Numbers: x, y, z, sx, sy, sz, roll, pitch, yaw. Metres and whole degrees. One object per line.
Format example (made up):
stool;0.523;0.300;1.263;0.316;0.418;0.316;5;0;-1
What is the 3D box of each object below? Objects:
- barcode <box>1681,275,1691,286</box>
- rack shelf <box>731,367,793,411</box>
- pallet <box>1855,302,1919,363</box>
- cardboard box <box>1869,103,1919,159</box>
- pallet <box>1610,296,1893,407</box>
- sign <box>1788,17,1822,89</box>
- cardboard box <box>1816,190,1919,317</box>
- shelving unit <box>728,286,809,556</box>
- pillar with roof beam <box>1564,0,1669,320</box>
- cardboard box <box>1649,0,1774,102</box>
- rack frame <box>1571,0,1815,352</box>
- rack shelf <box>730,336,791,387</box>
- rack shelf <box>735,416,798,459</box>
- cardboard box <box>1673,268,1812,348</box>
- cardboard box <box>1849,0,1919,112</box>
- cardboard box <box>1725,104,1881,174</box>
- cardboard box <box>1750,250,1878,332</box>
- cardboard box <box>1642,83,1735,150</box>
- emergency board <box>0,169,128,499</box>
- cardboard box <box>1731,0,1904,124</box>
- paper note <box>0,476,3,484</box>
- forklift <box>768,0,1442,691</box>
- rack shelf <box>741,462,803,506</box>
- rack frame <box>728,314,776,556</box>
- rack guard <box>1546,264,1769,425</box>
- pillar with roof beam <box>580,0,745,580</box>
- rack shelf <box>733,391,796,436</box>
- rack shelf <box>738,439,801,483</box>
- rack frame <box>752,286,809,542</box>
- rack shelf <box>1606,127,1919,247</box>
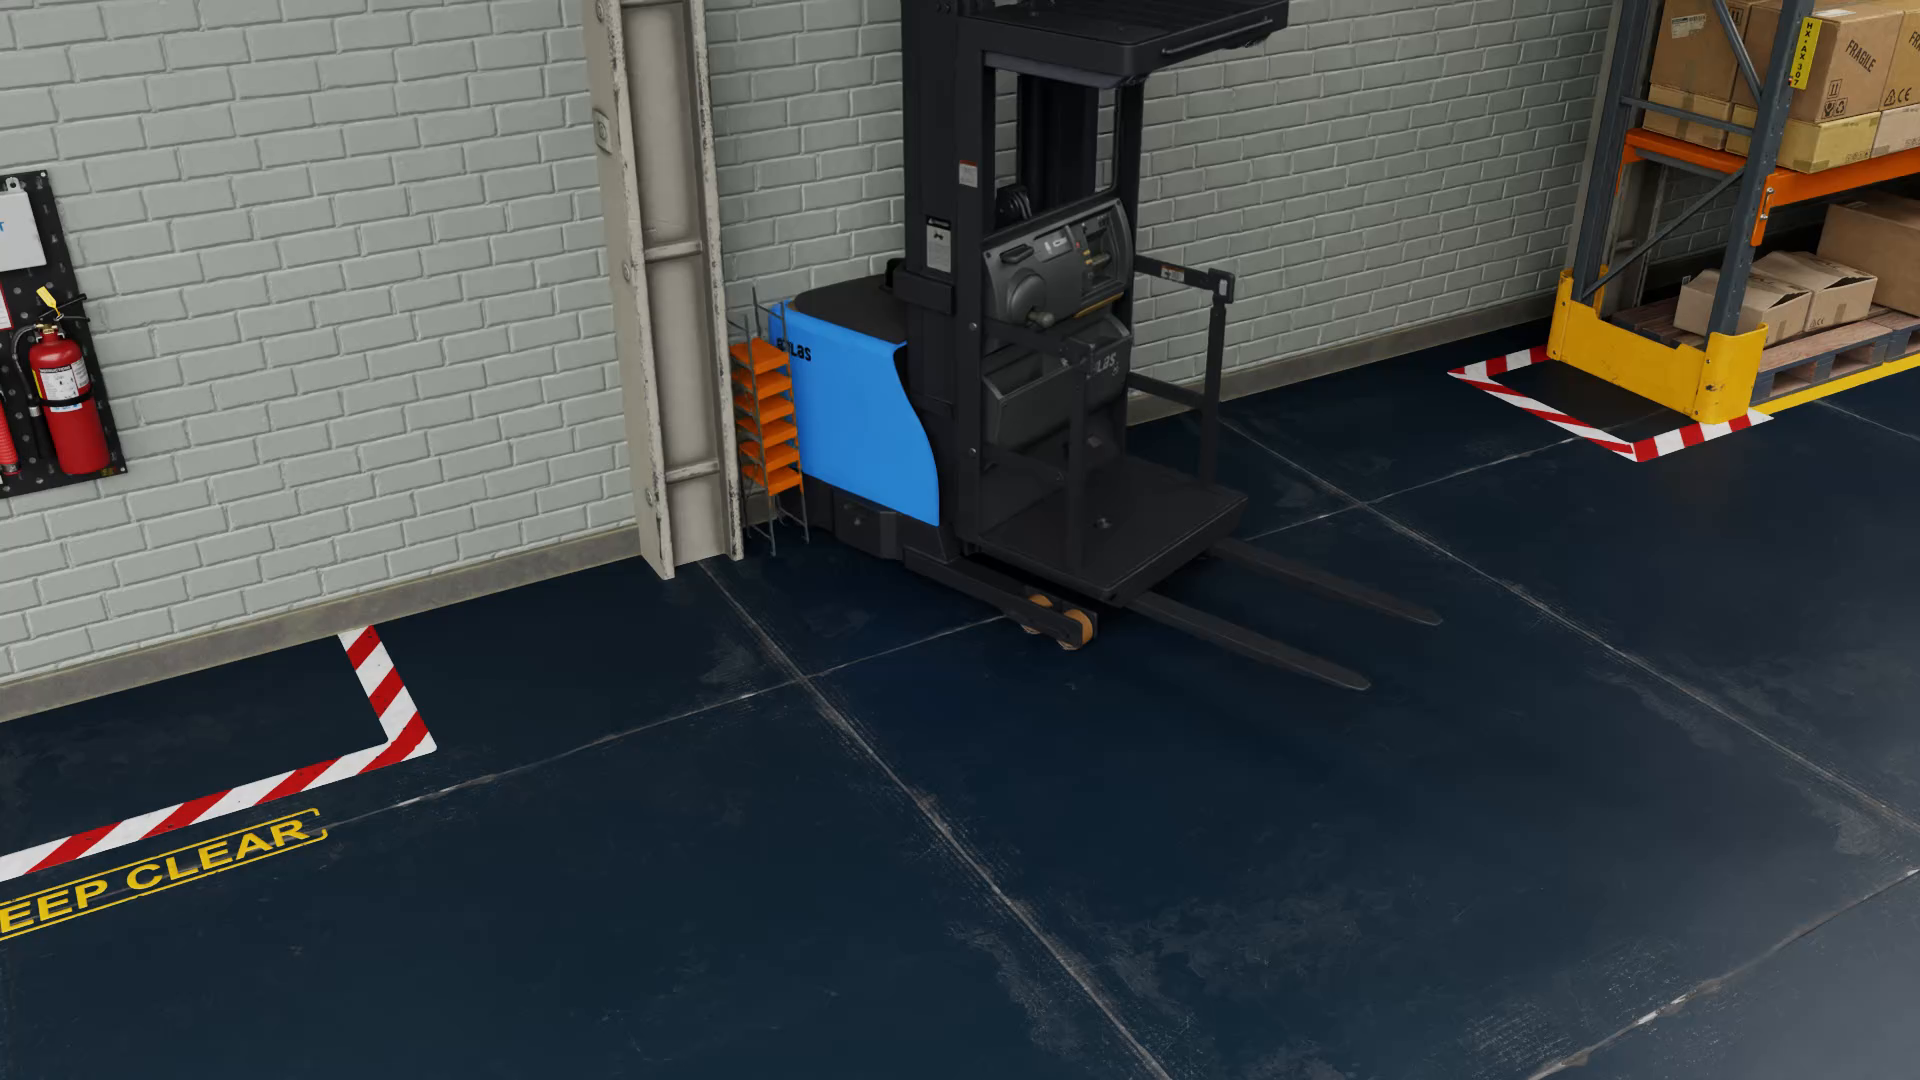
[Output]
barcode;4.232;-1.506;9.693;0.075;0.075;0.001;-16;33;-26
rack shelf;-0.883;-0.682;7.326;0.180;0.103;0.258;-25;38;-31
pallet;5.611;-1.463;10.182;1.213;0.211;1.003;-16;33;-26
cardboard box;4.799;-2.247;8.852;0.500;0.250;0.500;-17;33;-28
pallet;4.561;-1.166;9.644;1.213;0.211;1.003;-16;33;-26
sign;4.052;-2.337;7.984;0.005;0.325;0.100;-16;33;-26
cardboard box;5.568;-1.712;9.880;0.500;0.500;0.700;-18;34;-29
shelving unit;-0.875;-0.516;7.429;0.189;1.200;0.258;-25;38;-31
pillar with roof beam;6.123;-3.549;4.867;0.400;9.000;9.100;-16;33;-26
cardboard box;4.076;-2.659;8.823;0.500;0.500;0.500;-16;33;-27
rack frame;3.777;-2.184;8.603;0.127;3.000;1.000;-16;33;-26
rack shelf;-0.888;-0.784;7.263;0.180;0.103;0.258;-25;38;-31
rack shelf;-0.873;-0.478;7.452;0.180;0.103;0.258;-25;38;-31
cardboard box;4.419;-1.331;9.385;0.500;0.311;0.500;-20;35;-32
cardboard box;4.772;-2.564;8.650;0.500;0.500;0.500;-16;33;-26
cardboard box;4.358;-2.114;8.611;0.500;0.250;0.500;-17;33;-28
cardboard box;4.910;-1.471;9.638;0.500;0.311;0.500;-13;31;-22
cardboard box;4.082;-2.322;8.988;0.500;0.250;0.500;-15;32;-26
emergency board;-3.381;-0.658;5.838;0.643;1.169;0.194;-16;33;-26
cardboard box;4.341;-2.447;8.438;0.500;0.500;0.500;-16;33;-26
paper note;-3.568;-0.258;6.024;0.142;0.148;0.016;-16;33;-26
forklift;0.575;-1.115;6.737;3.031;2.935;1.130;22;36;34
rack shelf;-0.862;-0.274;7.578;0.180;0.103;0.258;-25;38;-31
rack frame;-0.946;-0.482;7.381;0.006;1.200;0.240;-25;38;-31
rack guard;3.842;-1.108;9.241;0.348;0.500;1.175;-16;33;-26
pillar with roof beam;0.950;-2.080;2.206;0.400;9.000;9.100;-16;33;-26
rack shelf;-0.878;-0.580;7.389;0.180;0.103;0.258;-25;38;-31
rack shelf;-0.868;-0.376;7.515;0.180;0.103;0.258;-25;38;-31
rack frame;-0.804;-0.549;7.476;0.006;1.200;0.240;-25;38;-31
rack shelf;5.501;-2.359;9.664;4.000;0.370;1.077;-16;33;-26
